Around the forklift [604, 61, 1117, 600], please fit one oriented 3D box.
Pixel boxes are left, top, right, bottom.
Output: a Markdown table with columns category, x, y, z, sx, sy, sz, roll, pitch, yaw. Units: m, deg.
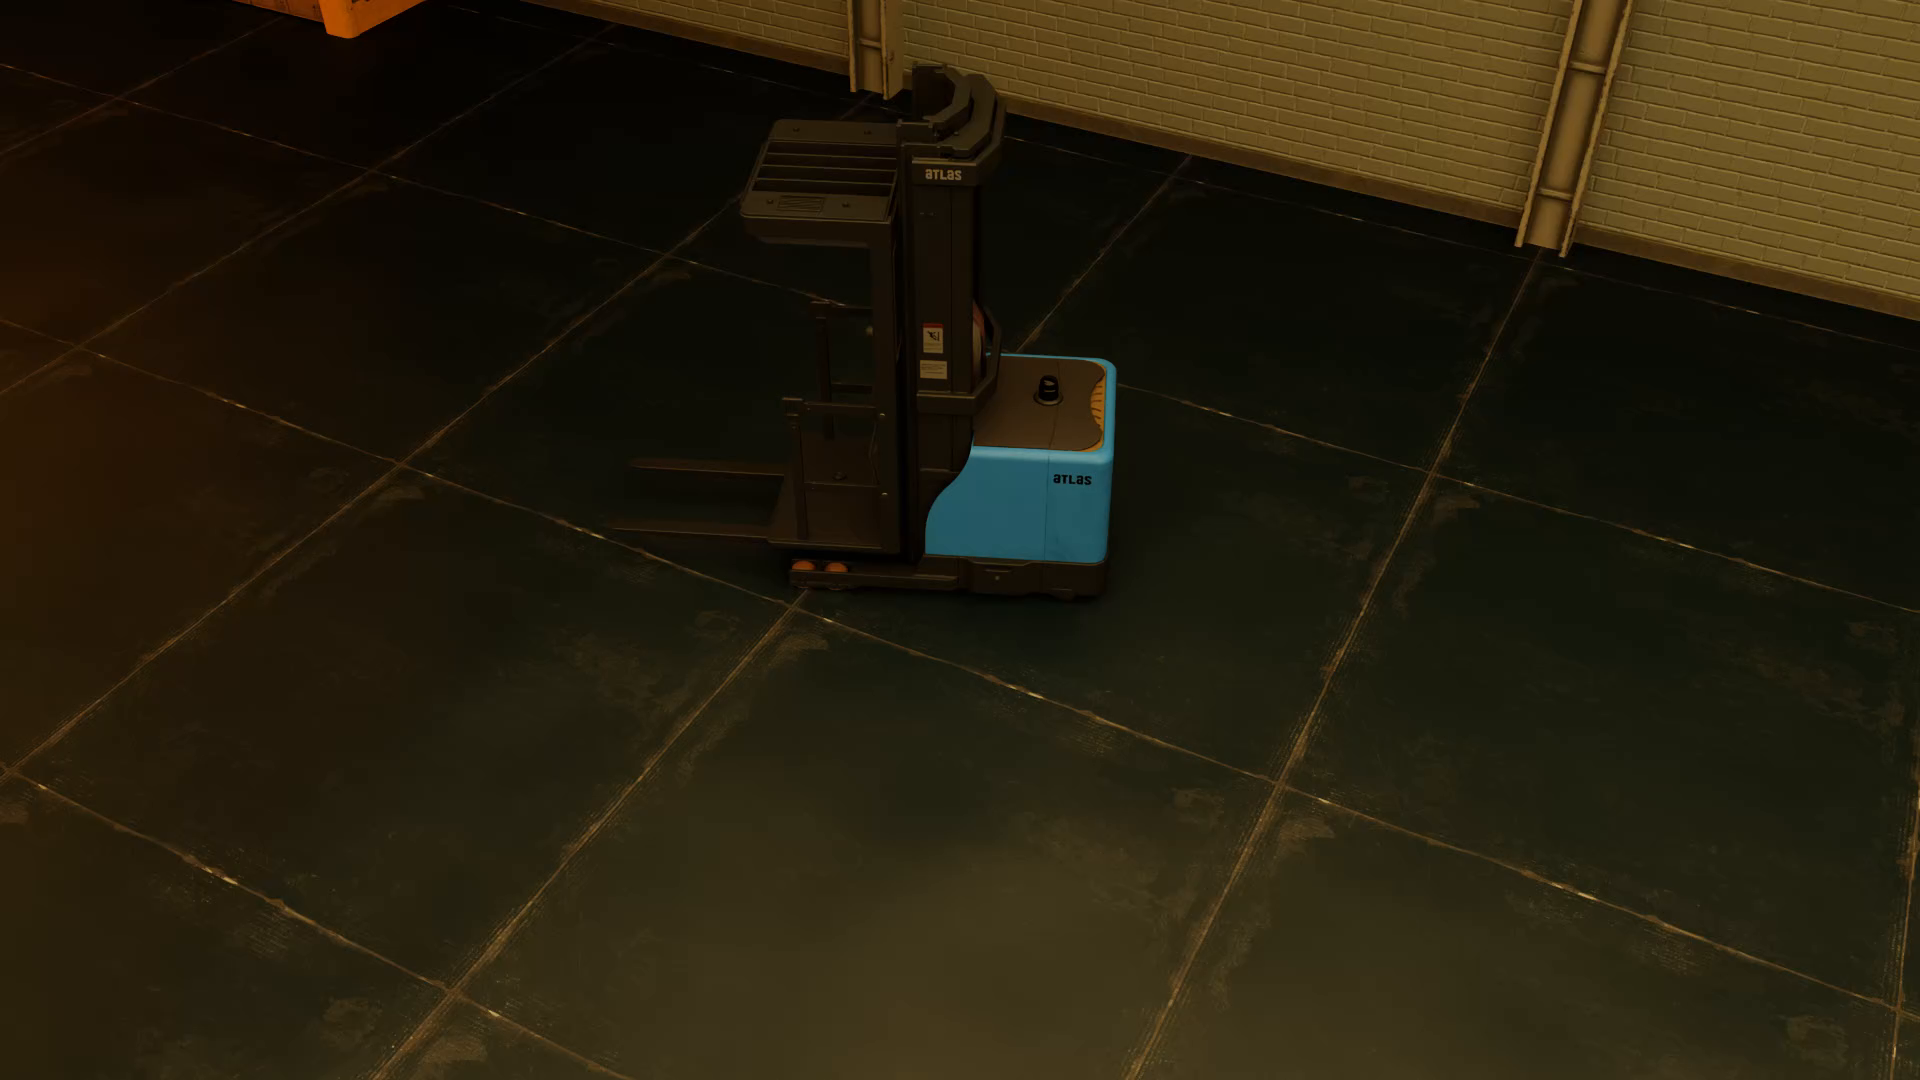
| category | x | y | z | sx | sy | sz | roll | pitch | yaw |
| --- | --- | --- | --- | --- | --- | --- | --- | --- | --- |
| forklift | -0.606 | -1.157 | 9.360 | 3.031 | 2.935 | 1.130 | 3 | 40 | 4 |

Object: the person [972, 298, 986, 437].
| category | x | y | z | sx | sy | sz | roll | pitch | yaw |
| --- | --- | --- | --- | --- | --- | --- | --- | --- | --- |
| person | -0.018 | -0.831 | 9.561 | 0.330 | 1.709 | 0.548 | 18 | 43 | 21 |
